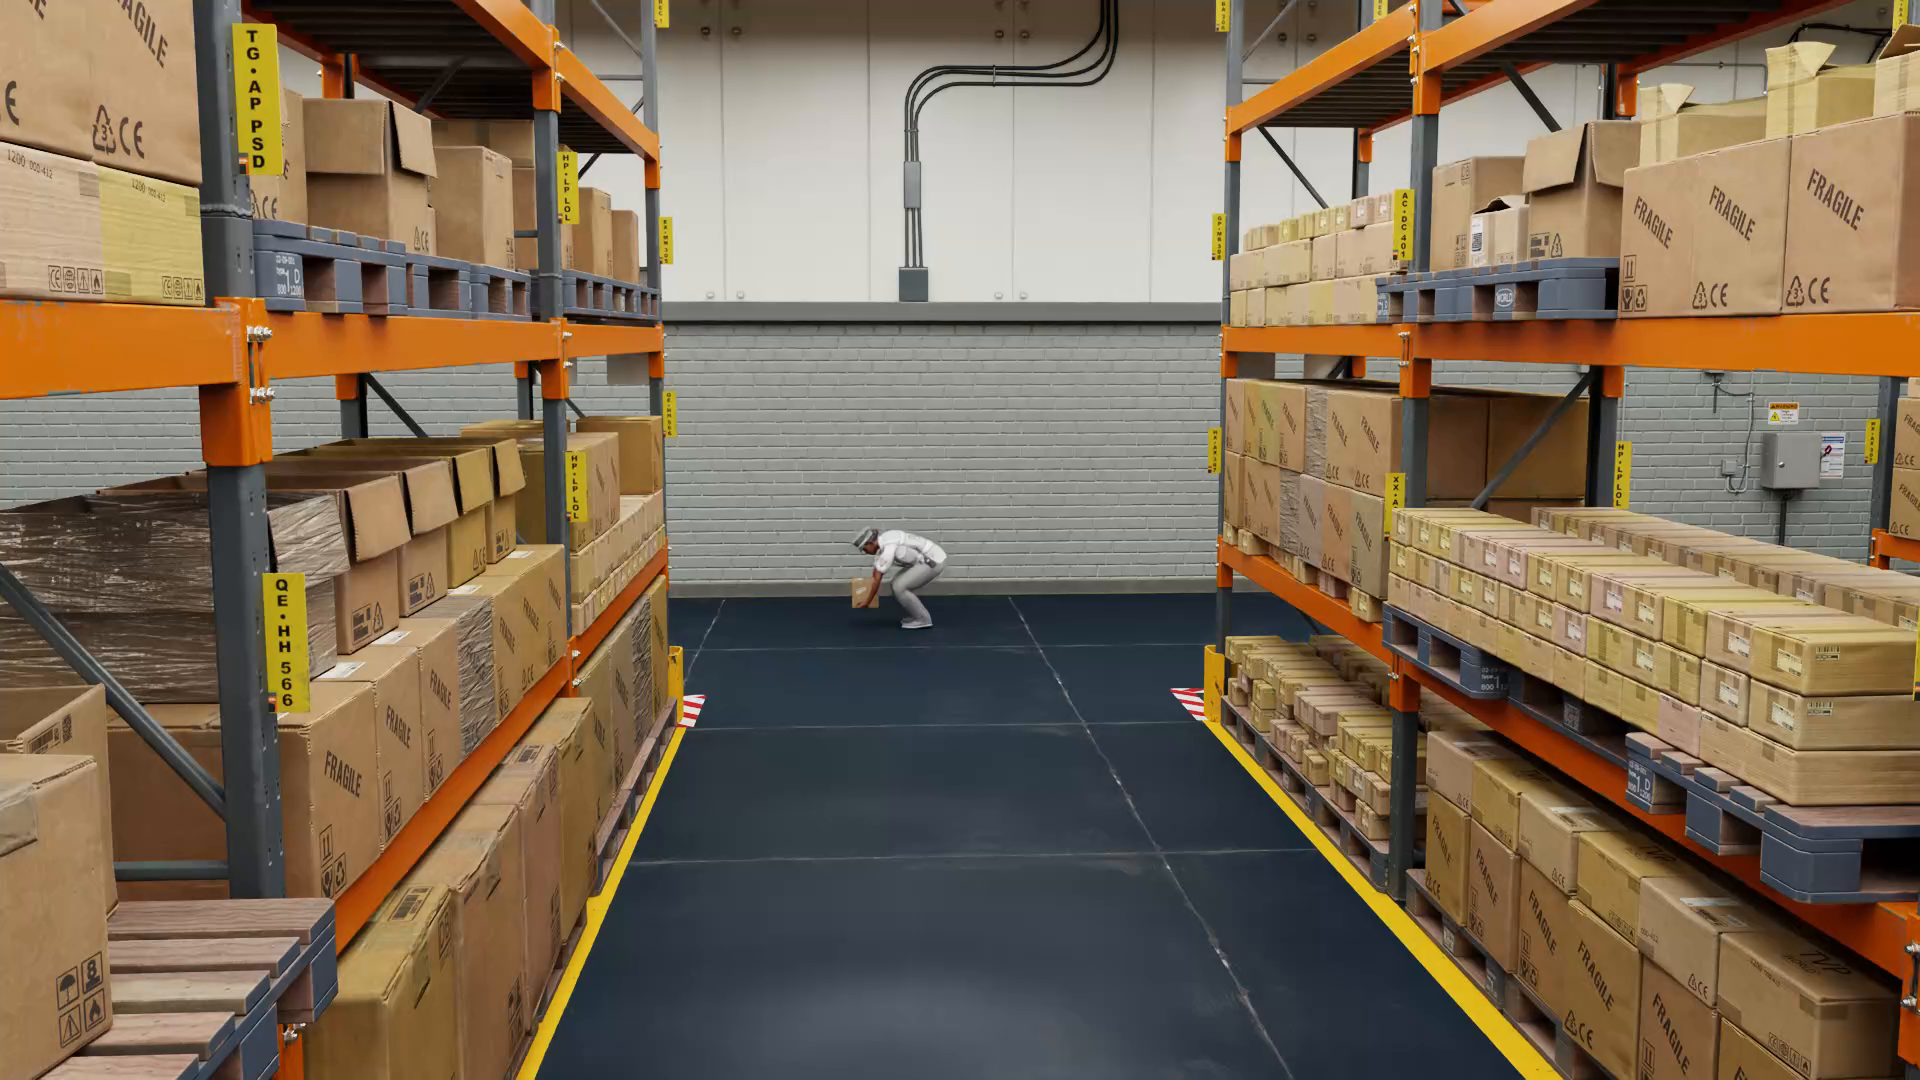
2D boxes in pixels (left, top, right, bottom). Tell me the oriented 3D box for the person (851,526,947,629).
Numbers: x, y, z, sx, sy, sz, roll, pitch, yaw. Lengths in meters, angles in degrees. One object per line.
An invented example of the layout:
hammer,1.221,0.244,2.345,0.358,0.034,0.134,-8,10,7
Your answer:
person,-0.579,0.344,15.784,0.917,0.979,0.470,-1,7,-6
